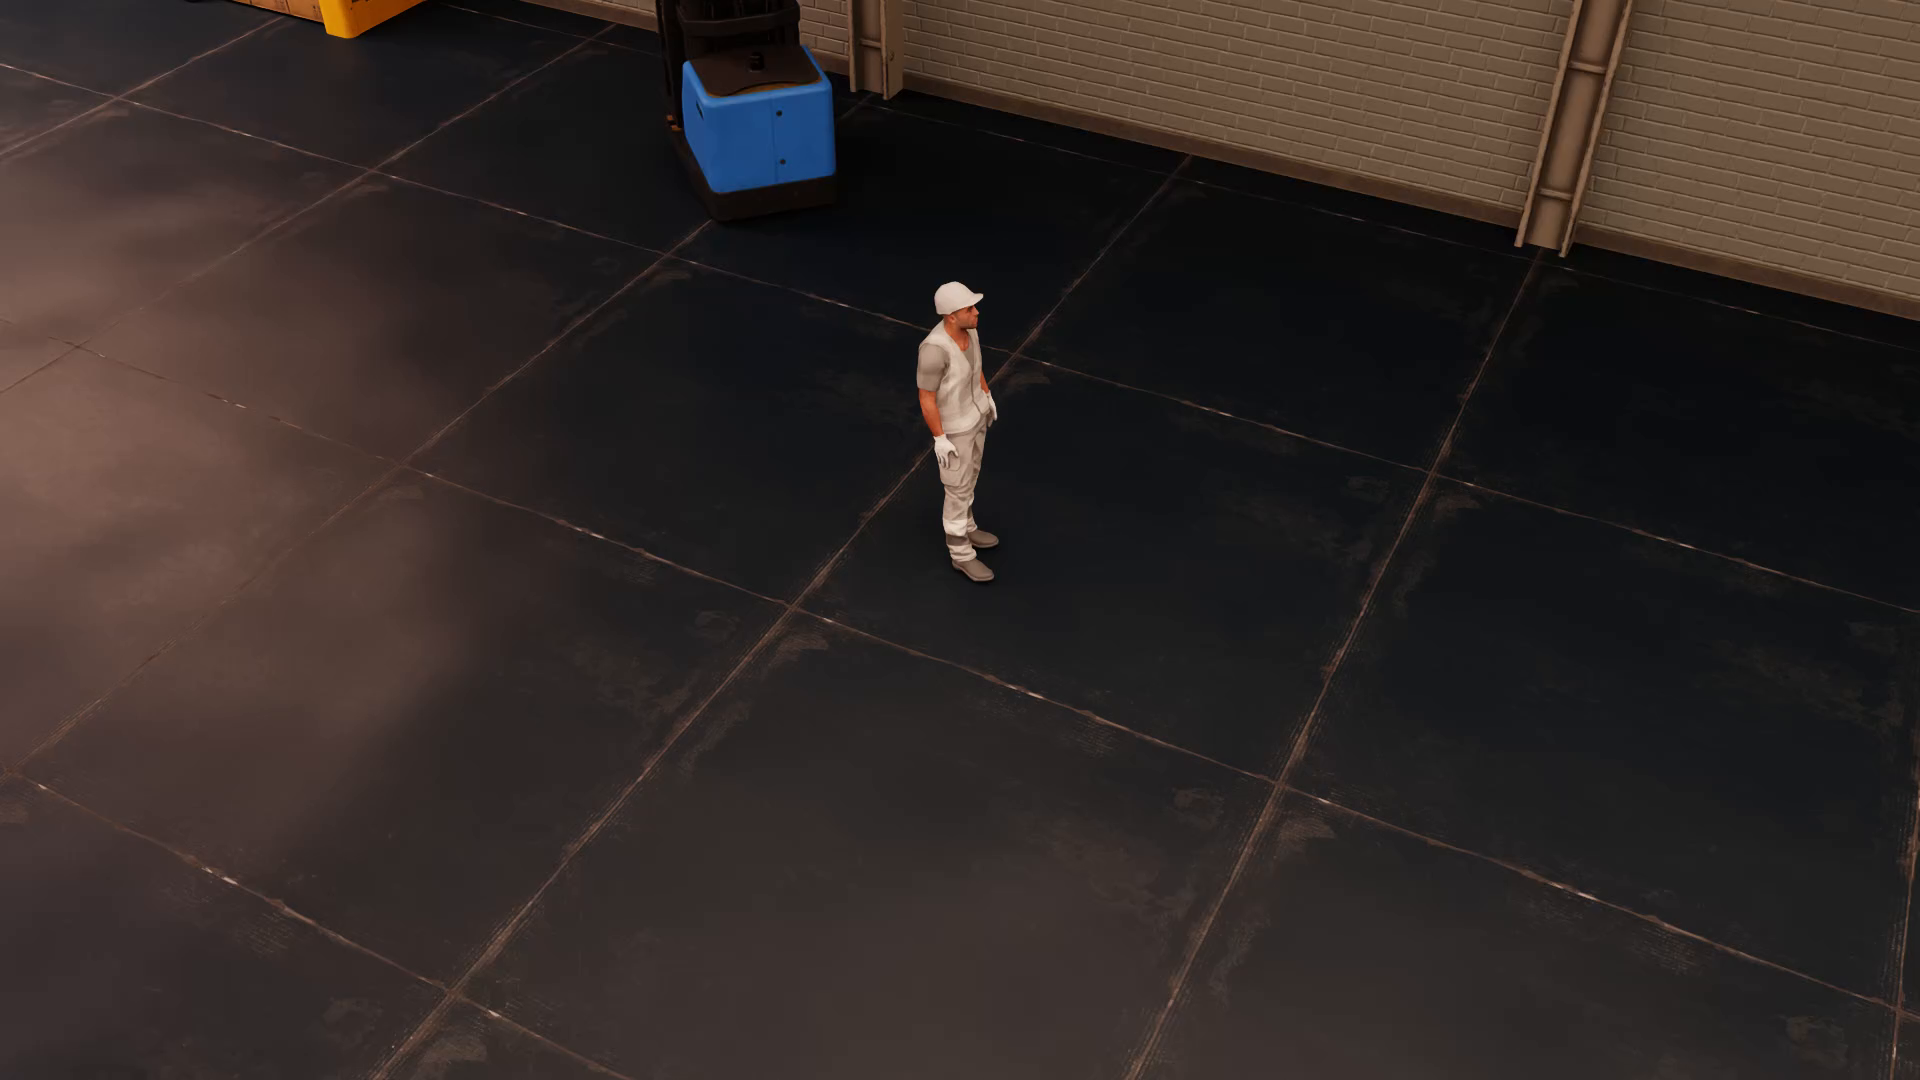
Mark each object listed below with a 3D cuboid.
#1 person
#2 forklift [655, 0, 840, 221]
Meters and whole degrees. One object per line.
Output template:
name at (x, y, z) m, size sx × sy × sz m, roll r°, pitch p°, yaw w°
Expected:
person at (0.065, -0.659, 9.644) m, size 0.564 × 1.787 × 0.637 m, roll 18°, pitch 43°, yaw 21°
forklift at (-1.936, -4.600, 13.448) m, size 1.130 × 2.935 × 3.031 m, roll -13°, pitch 42°, yaw -15°
